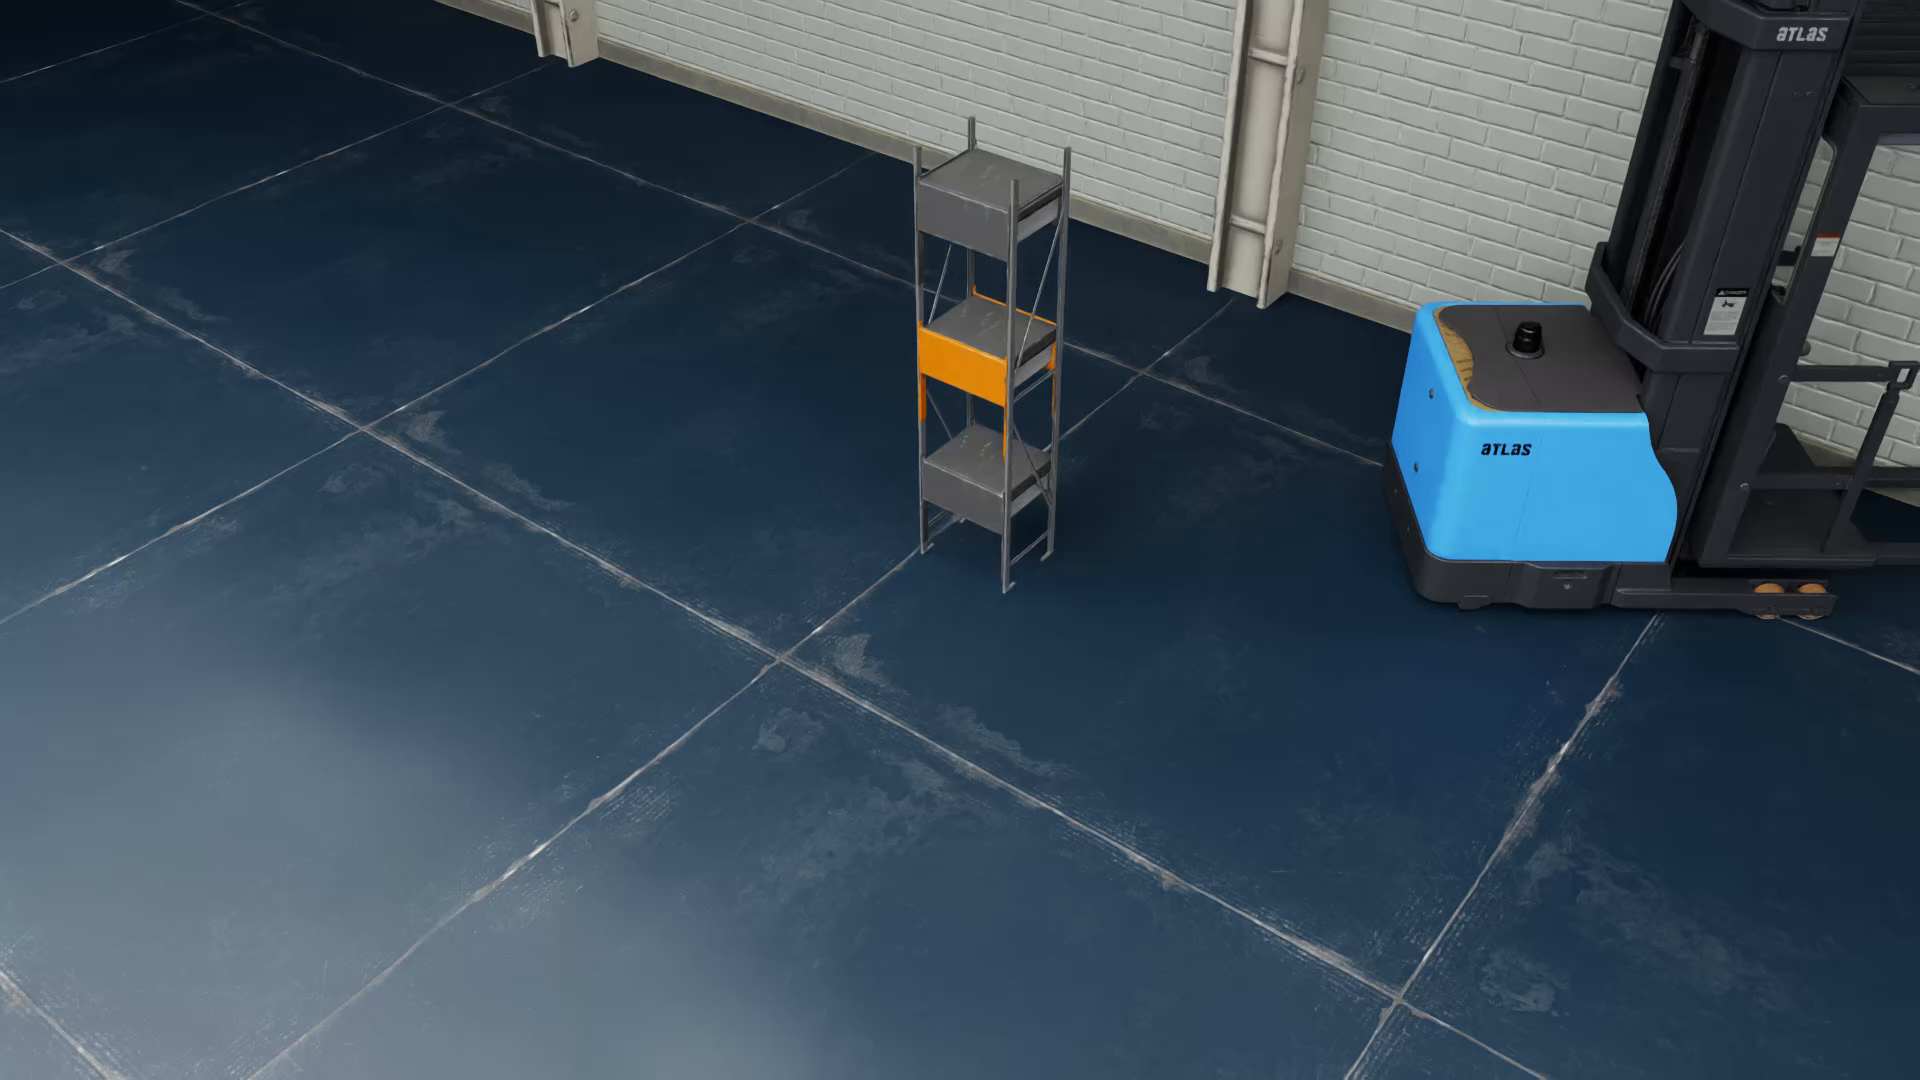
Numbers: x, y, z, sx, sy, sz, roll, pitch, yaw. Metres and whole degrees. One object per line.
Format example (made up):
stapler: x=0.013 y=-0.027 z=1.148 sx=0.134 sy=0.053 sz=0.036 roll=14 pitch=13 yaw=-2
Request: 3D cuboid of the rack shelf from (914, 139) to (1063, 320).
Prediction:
rack shelf: x=0.131 y=-1.305 z=6.961 sx=0.480 sy=0.518 sz=0.431 roll=25 pitch=45 yaw=29

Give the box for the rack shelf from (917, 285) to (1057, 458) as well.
rack shelf: x=0.131 y=-0.754 z=7.393 sx=0.480 sy=0.518 sz=0.431 roll=25 pitch=45 yaw=29

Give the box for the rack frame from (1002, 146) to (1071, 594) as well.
rack frame: x=0.325 y=-0.673 z=7.268 sx=0.015 sy=2.100 sz=0.400 roll=25 pitch=45 yaw=29

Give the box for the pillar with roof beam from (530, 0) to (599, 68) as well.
pillar with roof beam: x=-5.643 y=-5.198 z=7.450 sx=0.400 sy=9.000 sz=9.100 roll=25 pitch=45 yaw=29

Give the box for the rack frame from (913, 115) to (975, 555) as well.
rack frame: x=-0.062 y=-0.856 z=7.501 sx=0.015 sy=2.100 sz=0.400 roll=25 pitch=45 yaw=29

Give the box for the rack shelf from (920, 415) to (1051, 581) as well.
rack shelf: x=0.131 y=-0.203 z=7.824 sx=0.480 sy=0.518 sz=0.431 roll=25 pitch=45 yaw=29

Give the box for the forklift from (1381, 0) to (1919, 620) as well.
forklift: x=3.630 y=-1.121 z=7.165 sx=3.031 sy=2.935 sz=1.130 roll=1 pitch=38 yaw=1

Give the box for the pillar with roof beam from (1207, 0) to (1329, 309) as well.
pillar with roof beam: x=-0.877 y=-2.951 z=4.580 sx=0.400 sy=9.000 sz=9.100 roll=25 pitch=45 yaw=29

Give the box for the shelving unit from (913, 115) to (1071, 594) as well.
shelving unit: x=0.131 y=-0.765 z=7.384 sx=0.503 sy=2.100 sz=0.431 roll=25 pitch=45 yaw=29
